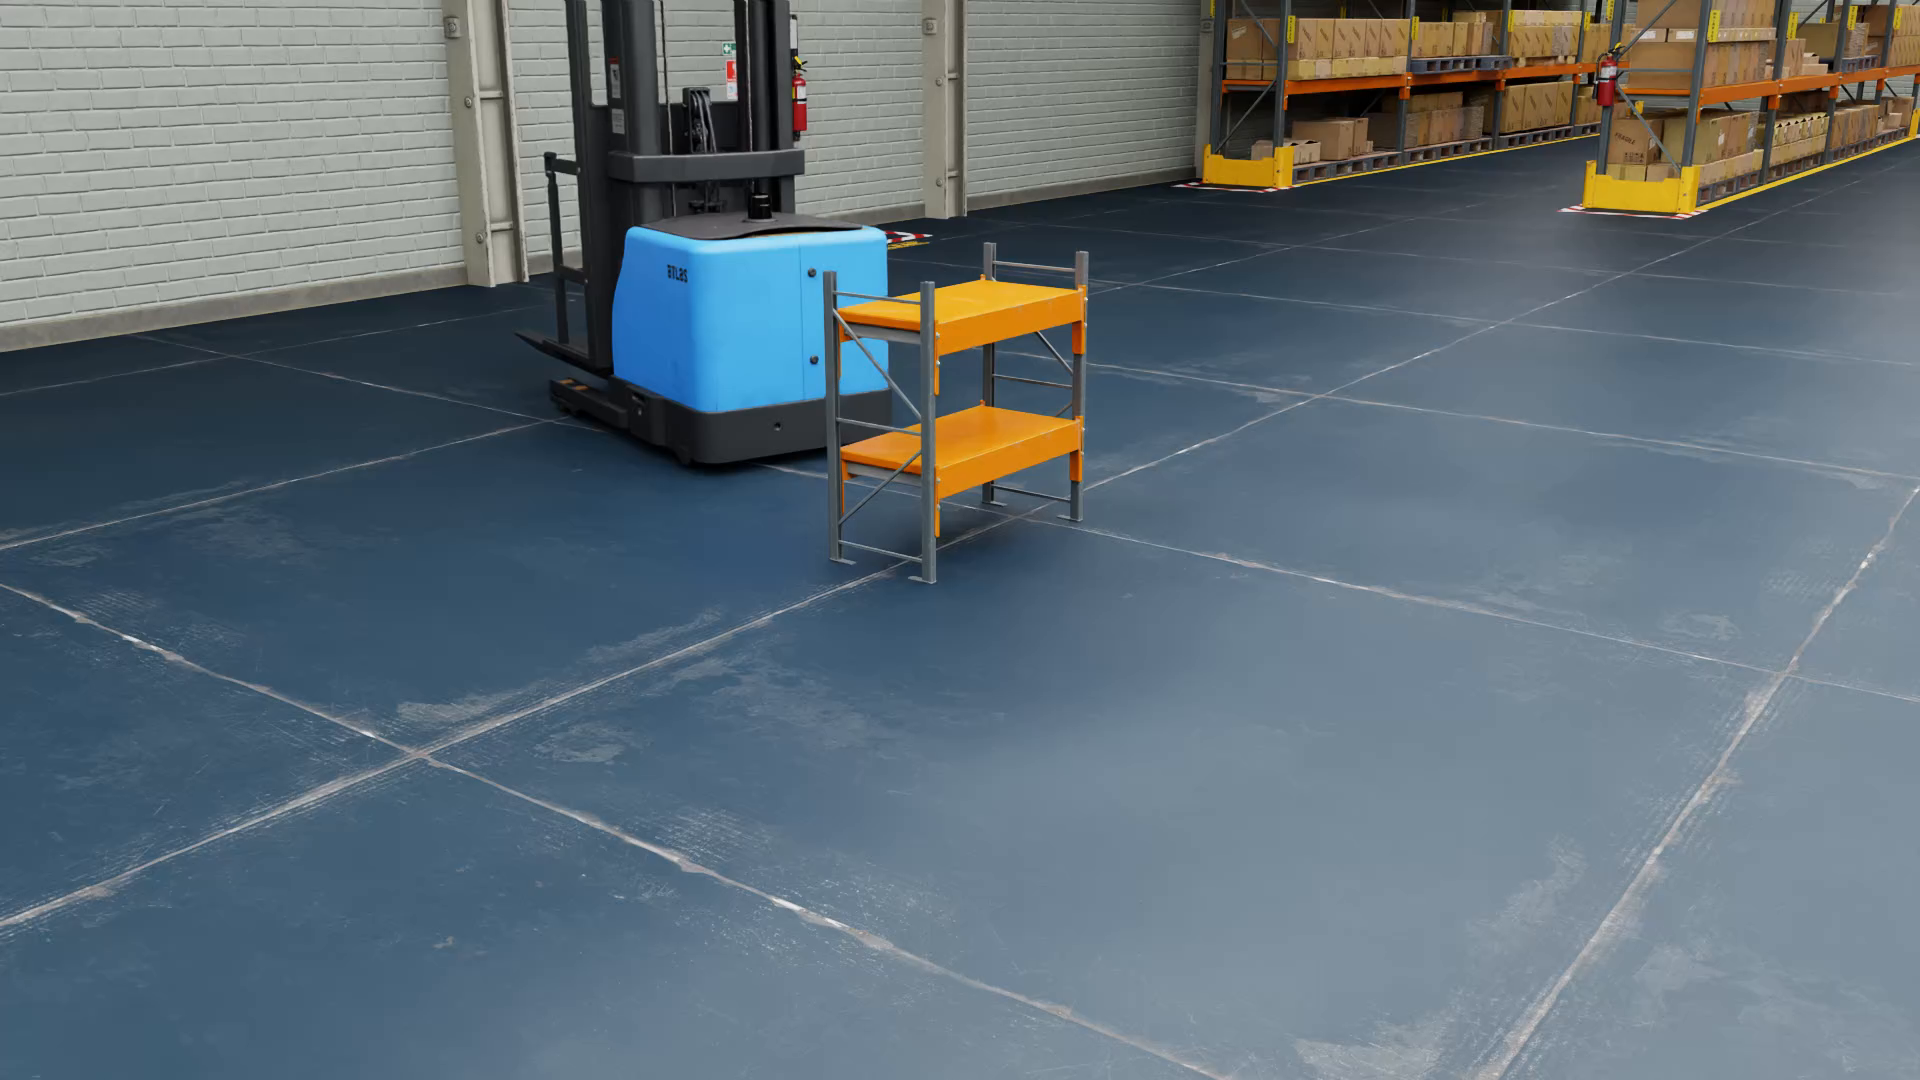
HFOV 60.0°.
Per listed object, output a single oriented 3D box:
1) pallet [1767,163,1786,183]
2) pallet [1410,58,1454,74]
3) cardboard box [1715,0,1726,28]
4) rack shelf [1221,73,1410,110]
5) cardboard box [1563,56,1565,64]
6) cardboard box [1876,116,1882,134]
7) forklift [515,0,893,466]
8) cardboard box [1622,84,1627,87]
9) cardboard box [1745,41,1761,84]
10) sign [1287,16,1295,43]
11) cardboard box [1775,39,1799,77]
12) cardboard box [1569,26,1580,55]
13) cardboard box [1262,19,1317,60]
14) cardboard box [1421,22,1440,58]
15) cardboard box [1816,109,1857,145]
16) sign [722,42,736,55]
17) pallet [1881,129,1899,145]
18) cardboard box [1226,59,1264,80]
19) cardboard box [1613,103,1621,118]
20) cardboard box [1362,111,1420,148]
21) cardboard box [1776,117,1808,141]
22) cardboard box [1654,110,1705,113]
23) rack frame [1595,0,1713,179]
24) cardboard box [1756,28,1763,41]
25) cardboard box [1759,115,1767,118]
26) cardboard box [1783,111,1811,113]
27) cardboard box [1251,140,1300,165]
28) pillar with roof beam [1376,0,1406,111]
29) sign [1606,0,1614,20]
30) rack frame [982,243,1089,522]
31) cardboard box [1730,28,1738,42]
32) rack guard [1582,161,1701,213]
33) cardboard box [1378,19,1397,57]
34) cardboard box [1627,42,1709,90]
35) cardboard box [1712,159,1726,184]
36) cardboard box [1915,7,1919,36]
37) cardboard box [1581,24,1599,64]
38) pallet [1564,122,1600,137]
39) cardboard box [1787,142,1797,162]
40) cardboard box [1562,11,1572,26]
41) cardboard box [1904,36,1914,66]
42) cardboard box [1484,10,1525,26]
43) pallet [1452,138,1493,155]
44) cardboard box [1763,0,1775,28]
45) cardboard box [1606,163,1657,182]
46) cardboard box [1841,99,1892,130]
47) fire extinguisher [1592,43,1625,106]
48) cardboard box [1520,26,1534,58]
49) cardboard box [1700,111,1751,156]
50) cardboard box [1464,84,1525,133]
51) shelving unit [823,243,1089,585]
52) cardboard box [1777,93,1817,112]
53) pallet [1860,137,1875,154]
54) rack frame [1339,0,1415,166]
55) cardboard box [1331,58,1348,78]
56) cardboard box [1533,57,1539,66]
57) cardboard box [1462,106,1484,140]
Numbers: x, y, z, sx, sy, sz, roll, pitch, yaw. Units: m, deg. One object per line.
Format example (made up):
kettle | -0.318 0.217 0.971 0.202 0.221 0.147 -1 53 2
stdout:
pallet | 10.462 -4.982 22.431 1.003 0.211 1.213 12 21 35
pallet | 6.646 -7.071 24.778 1.003 0.211 1.213 12 21 35
cardboard box | 8.300 -6.094 18.953 0.700 0.500 0.500 12 21 33
rack shelf | 4.882 -6.186 22.819 1.077 0.370 4.000 12 21 35
cardboard box | 10.544 -8.552 29.616 0.380 0.149 0.250 13 22 36
cardboard box | 15.245 -7.025 28.099 0.500 0.311 0.500 12 21 35
forklift | -1.568 -2.128 8.654 1.130 2.935 3.031 -11 20 -32
cardboard box | 12.957 -8.933 32.866 0.380 0.149 0.250 12 21 34
cardboard box | 9.486 -5.946 20.663 0.700 0.500 0.500 12 21 34
sign | 4.126 -6.371 20.741 0.100 0.325 0.005 12 21 35
cardboard box | 11.137 -6.604 22.784 0.500 0.500 0.500 12 21 35
cardboard box | 10.768 -8.956 29.823 0.500 0.500 0.500 12 21 34
cardboard box | 4.216 -6.410 21.282 0.500 0.500 0.500 12 21 35
cardboard box | 6.743 -7.511 24.962 0.700 0.500 0.500 15 23 40
cardboard box | 13.549 -6.403 25.777 0.500 0.500 0.500 12 21 34
sign | -2.068 -4.518 15.281 0.001 0.109 0.331 12 21 35
pallet | 15.957 -7.160 29.446 1.003 0.211 1.213 12 21 35
cardboard box | 3.813 -6.137 21.667 0.500 0.250 0.500 13 21 35
cardboard box | 12.589 -8.567 32.781 0.700 0.500 0.500 12 21 35
cardboard box | 6.499 -6.201 25.126 0.700 0.500 0.500 13 22 37
cardboard box | 11.416 -5.708 23.048 0.500 0.311 0.500 13 22 36
cardboard box | 8.931 -5.084 20.720 0.500 0.500 0.500 12 21 35
rack frame | 7.671 -5.179 18.362 1.000 3.000 0.127 12 21 35
cardboard box | 9.606 -6.202 20.396 0.380 0.149 0.250 12 21 35
cardboard box | 11.278 -5.919 23.729 0.500 0.311 0.500 12 21 33
cardboard box | 12.806 -6.365 25.655 0.500 0.500 0.500 13 22 37
cardboard box | 4.175 -5.128 21.991 0.500 0.311 0.500 10 20 29
pillar with roof beam | 10.445 -9.906 23.470 9.100 9.000 0.400 12 21 35
sign | 7.243 -5.944 18.475 0.100 0.325 0.005 12 21 35
rack frame | 0.307 -0.660 6.972 0.500 1.125 0.032 12 21 35
cardboard box | 8.843 -5.899 19.419 0.380 0.149 0.250 12 21 34
rack guard | 7.657 -3.979 18.715 1.175 0.500 0.348 12 21 35
cardboard box | 5.748 -7.015 23.230 0.500 0.500 0.500 12 21 34
cardboard box | 7.959 -5.335 18.698 0.700 0.500 0.500 12 21 35
cardboard box | 8.762 -4.393 19.762 0.500 0.250 0.500 12 21 35
cardboard box | 16.554 -9.115 29.185 0.500 0.500 0.500 13 22 36
cardboard box | 11.177 -9.181 30.744 0.980 0.700 0.700 13 21 36
pallet | 11.356 -7.747 31.334 1.003 0.211 1.213 12 21 35
cardboard box | 11.106 -5.317 22.734 0.500 0.250 0.500 12 21 33
cardboard box | 10.455 -9.192 29.319 0.500 0.250 0.500 13 21 36
cardboard box | 16.248 -8.521 28.955 0.500 0.500 0.500 12 21 34
cardboard box | 8.952 -8.586 27.365 0.500 0.250 0.500 13 22 36
pallet | 7.990 -6.441 27.129 1.003 0.211 1.213 12 21 35
cardboard box | 9.795 -6.692 20.879 0.700 0.500 0.500 13 21 35
cardboard box | 7.753 -4.246 19.287 0.500 0.250 0.500 12 21 35
cardboard box | 15.936 -7.503 29.315 0.797 0.503 0.637 12 21 35
fire extinguisher | 7.227 -5.196 18.548 0.296 0.674 0.183 12 21 35
cardboard box | 9.272 -8.352 27.876 0.500 0.500 0.500 13 22 36
cardboard box | 9.351 -4.991 20.422 0.500 0.500 0.500 12 21 35
cardboard box | 9.001 -7.285 28.060 0.750 0.750 0.750 12 21 34
shelving unit | 0.004 -0.539 6.582 0.538 1.125 1.048 12 21 35
cardboard box | 12.837 -6.737 25.589 0.500 0.250 0.500 13 22 37
pallet | 14.367 -6.505 27.334 1.003 0.211 1.213 12 21 35
rack frame | 6.074 -7.006 24.246 1.000 3.000 0.127 12 21 35
cardboard box | 4.842 -6.298 22.185 0.500 0.250 0.500 12 21 34
cardboard box | 9.744 -8.253 28.652 0.380 0.149 0.250 13 21 35
cardboard box | 8.070 -6.794 27.038 0.700 0.500 0.500 13 21 35
